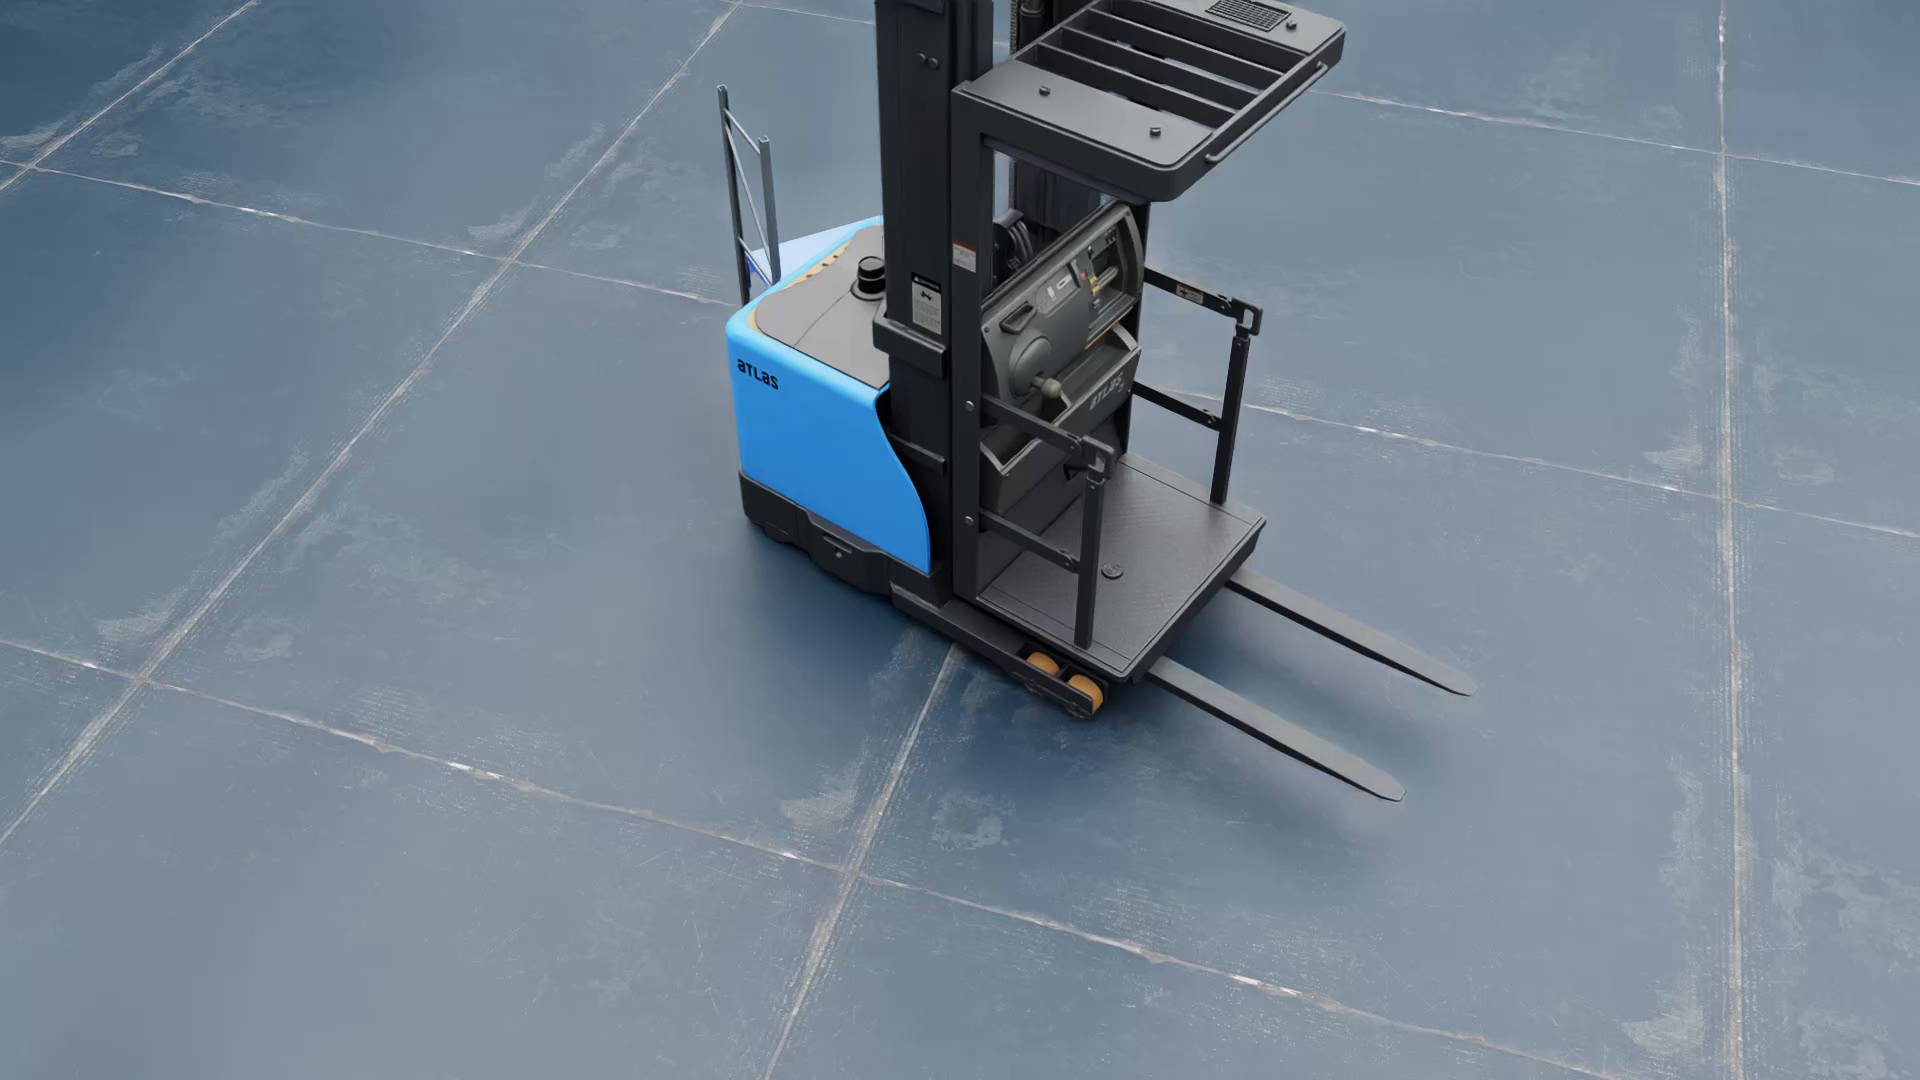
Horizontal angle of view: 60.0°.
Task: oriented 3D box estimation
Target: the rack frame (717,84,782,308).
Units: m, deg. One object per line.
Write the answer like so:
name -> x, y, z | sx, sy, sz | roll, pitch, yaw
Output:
rack frame -> -0.888, -1.208, 7.311 | 0.032, 1.500, 0.500 | -20, 48, -19

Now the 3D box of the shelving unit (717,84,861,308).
shelving unit -> -0.440, -1.369, 7.475 | 1.039, 1.500, 0.500 | -20, 48, -19

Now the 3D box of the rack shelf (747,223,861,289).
rack shelf -> -0.435, -1.289, 7.556 | 0.952, 0.026, 0.459 | -20, 48, -19

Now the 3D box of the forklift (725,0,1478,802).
forklift -> 0.544, -0.785, 5.855 | 3.031, 2.935, 1.130 | 28, 51, 25
